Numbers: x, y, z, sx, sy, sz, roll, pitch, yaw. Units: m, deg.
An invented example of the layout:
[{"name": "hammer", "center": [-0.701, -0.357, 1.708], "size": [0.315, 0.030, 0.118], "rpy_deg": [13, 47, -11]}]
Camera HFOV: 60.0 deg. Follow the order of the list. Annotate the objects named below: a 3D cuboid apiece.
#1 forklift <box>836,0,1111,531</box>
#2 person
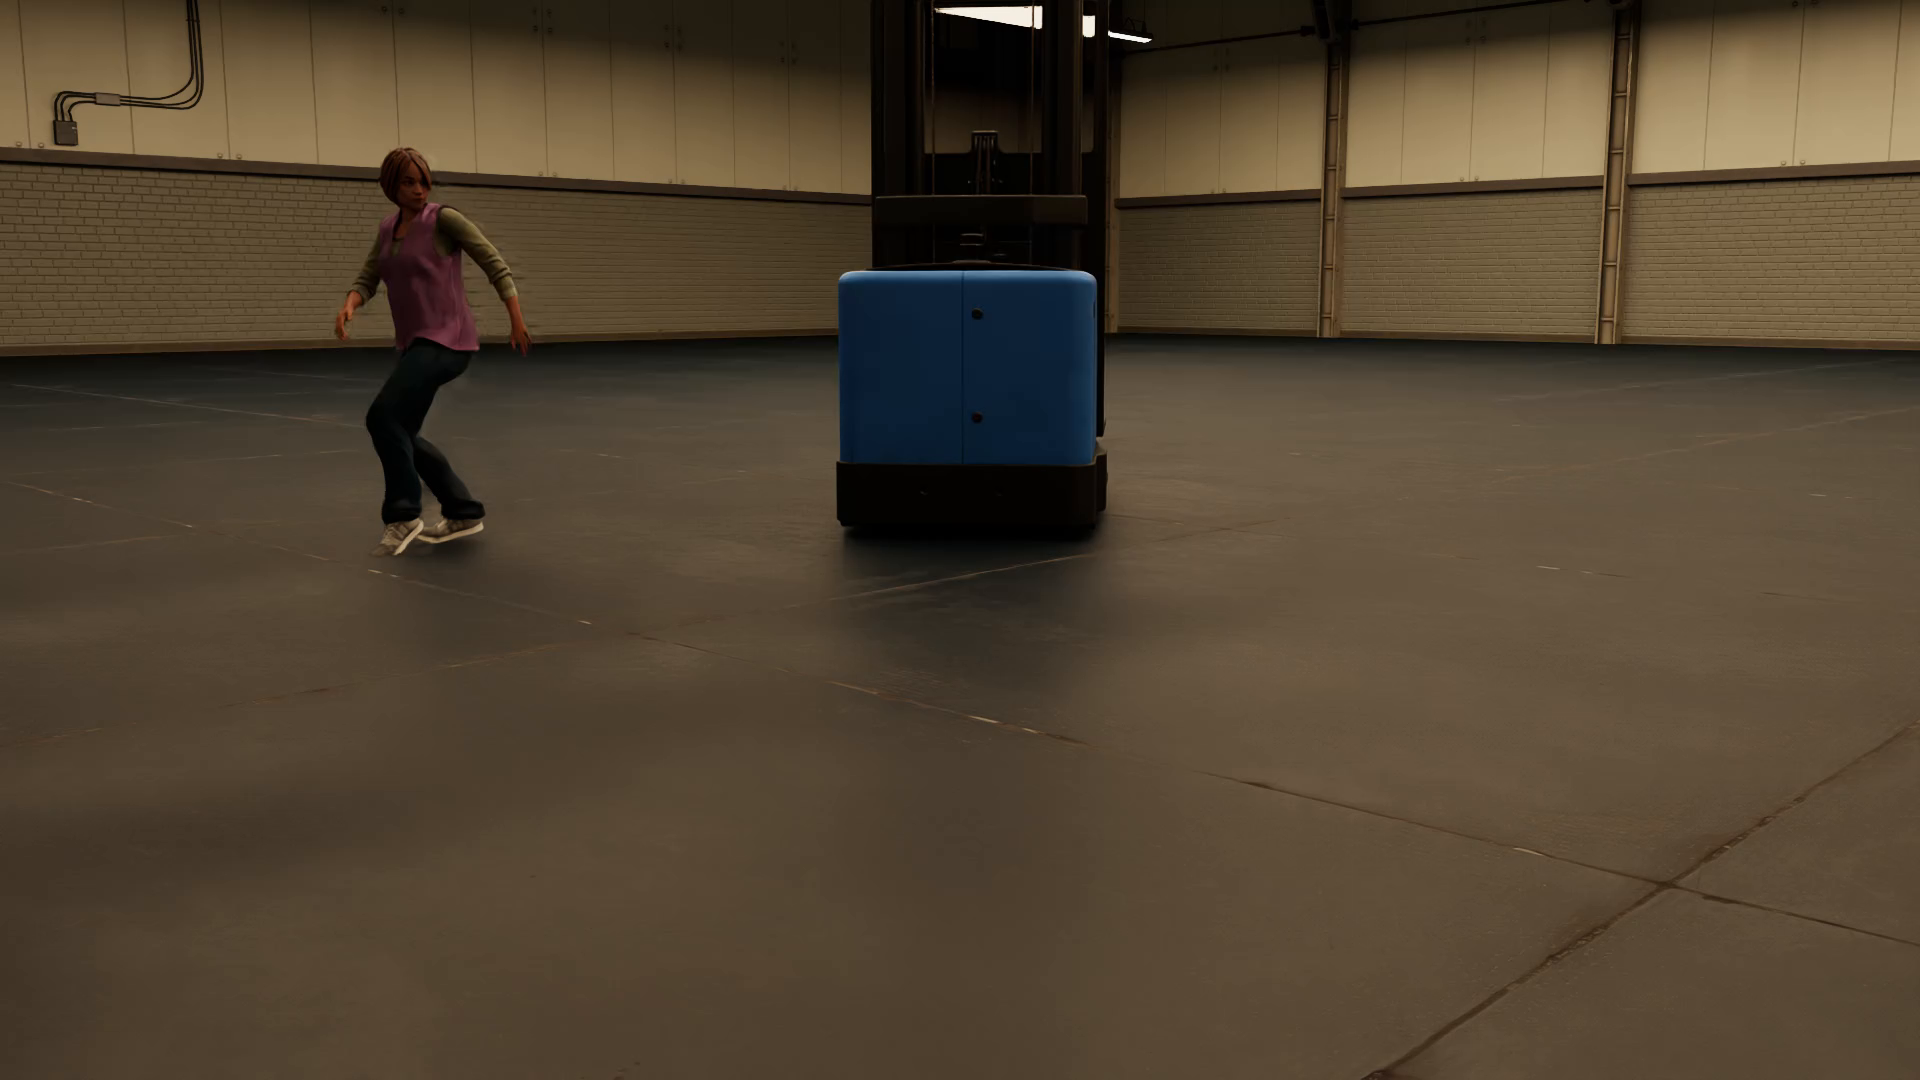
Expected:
[{"name": "forklift", "center": [0.159, -1.666, 7.939], "size": [1.130, 2.935, 3.031], "rpy_deg": [1, 9, 6]}, {"name": "person", "center": [-2.082, -0.715, 6.474], "size": [0.693, 1.586, 0.505], "rpy_deg": [-7, 11, -41]}]
